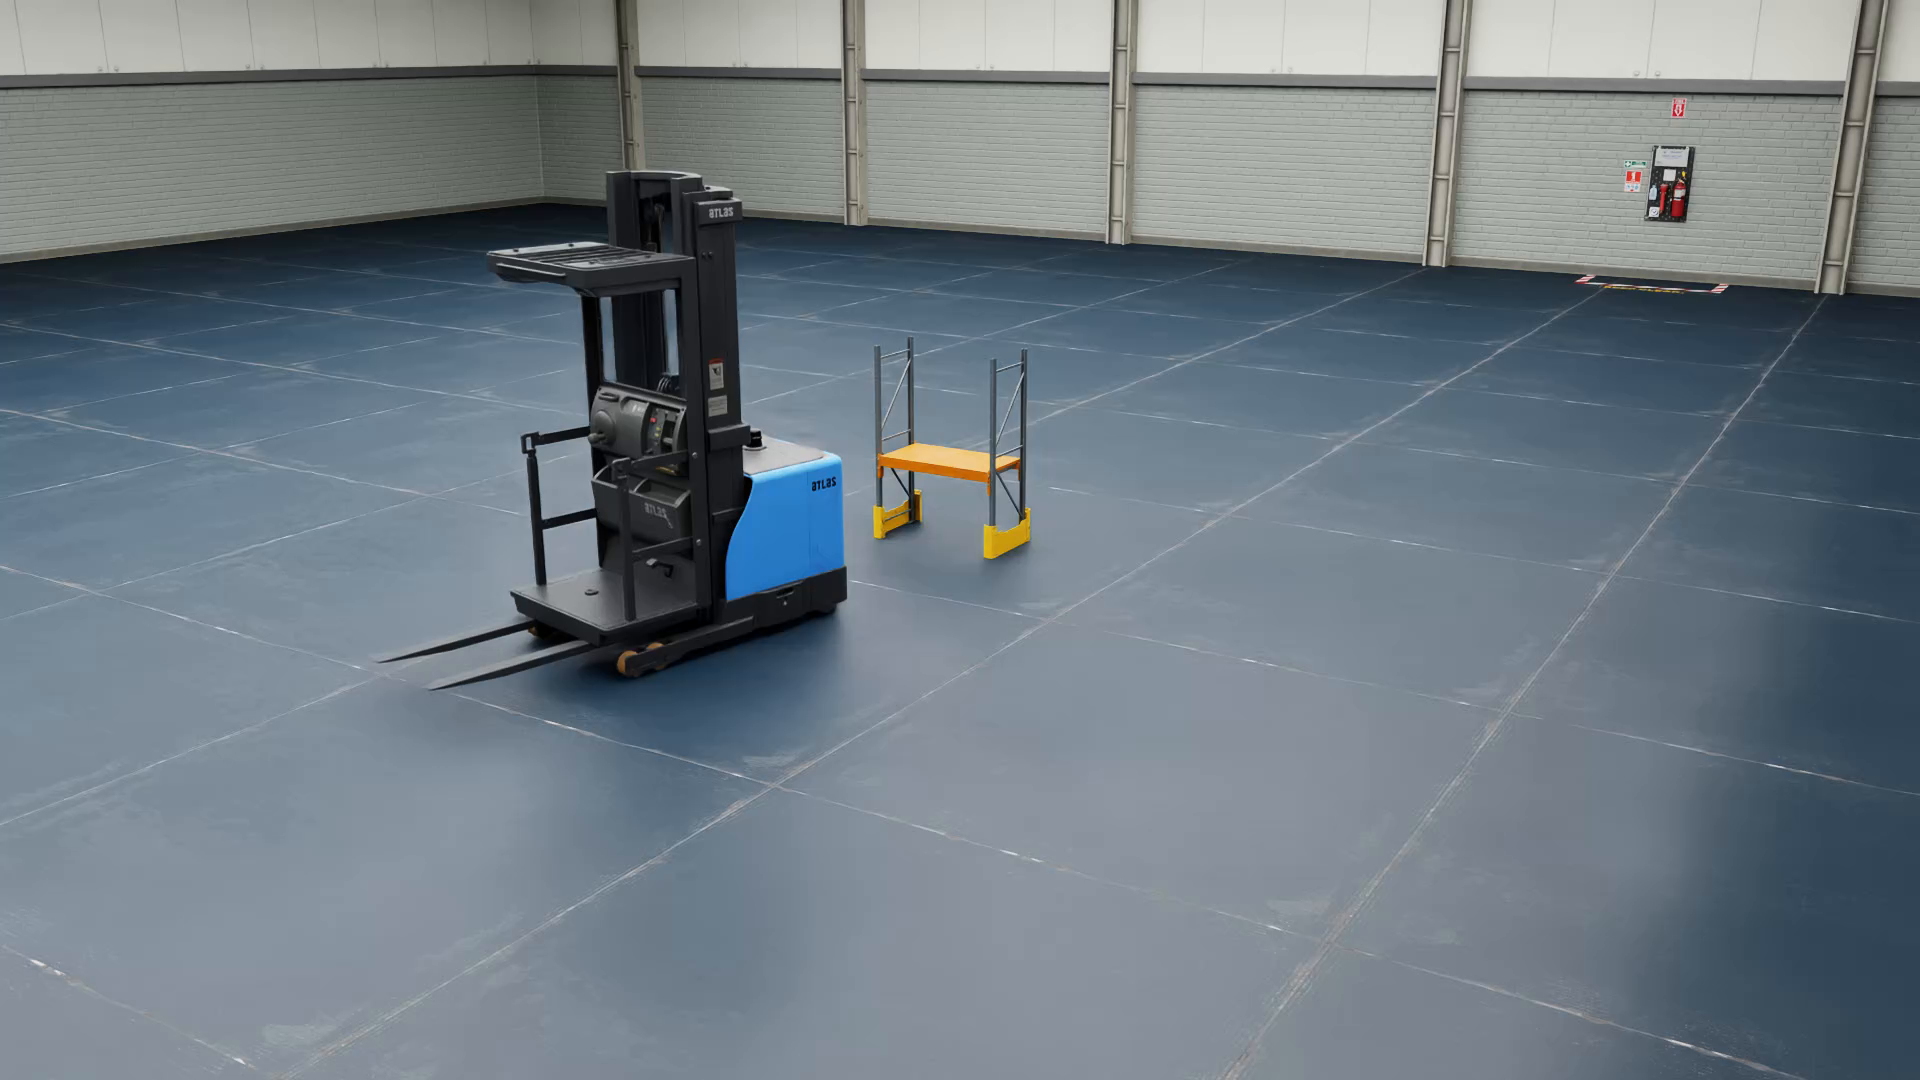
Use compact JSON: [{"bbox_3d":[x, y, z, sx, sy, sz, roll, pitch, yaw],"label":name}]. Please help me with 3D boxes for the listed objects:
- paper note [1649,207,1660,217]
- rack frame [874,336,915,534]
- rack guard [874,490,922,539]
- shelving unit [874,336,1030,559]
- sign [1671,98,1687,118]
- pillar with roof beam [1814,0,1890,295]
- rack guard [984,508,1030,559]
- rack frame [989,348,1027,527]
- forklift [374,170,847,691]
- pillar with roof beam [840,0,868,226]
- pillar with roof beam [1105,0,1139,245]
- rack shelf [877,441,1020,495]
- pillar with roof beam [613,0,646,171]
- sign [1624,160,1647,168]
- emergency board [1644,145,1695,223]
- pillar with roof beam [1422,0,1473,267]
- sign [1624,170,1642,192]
[{"bbox_3d":[11.003,-5.200,26.355,0.142,0.148,0.016,10,20,30],"label":"paper note"},{"bbox_3d":[-0.506,-0.808,12.961,0.032,1.500,0.500,10,20,30],"label":"rack frame"},{"bbox_3d":[-0.489,-0.207,13.132,0.087,0.250,0.587,10,20,30],"label":"rack guard"},{"bbox_3d":[-0.065,-0.729,12.701,1.083,1.500,0.587,10,20,30],"label":"shelving unit"},{"bbox_3d":[11.163,-6.713,25.830,0.199,0.298,0.001,10,20,30],"label":"sign"},{"bbox_3d":[10.951,-6.996,20.431,0.400,9.000,9.100,10,20,30],"label":"pillar with roof beam"},{"bbox_3d":[0.359,-0.055,12.634,0.087,0.250,0.587,10,20,30],"label":"rack guard"},{"bbox_3d":[0.360,-0.653,12.451,0.032,1.500,0.500,10,20,30],"label":"rack frame"},{"bbox_3d":[-2.158,-0.730,10.241,1.130,2.935,3.031,16,23,42],"label":"forklift"},{"bbox_3d":[-4.387,-9.734,29.445,0.400,9.000,9.100,10,20,30],"label":"pillar with roof beam"},{"bbox_3d":[0.726,-8.822,26.440,0.400,9.000,9.100,10,20,30],"label":"pillar with roof beam"},{"bbox_3d":[-0.073,-0.558,12.758,1.000,0.185,0.538,10,20,30],"label":"rack shelf"},{"bbox_3d":[-9.500,-10.647,32.449,0.400,9.000,9.100,10,20,30],"label":"pillar with roof beam"},{"bbox_3d":[10.700,-5.955,26.351,0.331,0.109,0.001,10,20,30],"label":"sign"},{"bbox_3d":[11.118,-5.577,26.082,0.643,1.169,0.194,10,20,30],"label":"emergency board"},{"bbox_3d":[5.838,-7.909,23.436,0.400,9.000,9.100,10,20,30],"label":"pillar with roof beam"},{"bbox_3d":[10.701,-5.704,26.438,0.234,0.329,0.001,10,20,30],"label":"sign"}]
